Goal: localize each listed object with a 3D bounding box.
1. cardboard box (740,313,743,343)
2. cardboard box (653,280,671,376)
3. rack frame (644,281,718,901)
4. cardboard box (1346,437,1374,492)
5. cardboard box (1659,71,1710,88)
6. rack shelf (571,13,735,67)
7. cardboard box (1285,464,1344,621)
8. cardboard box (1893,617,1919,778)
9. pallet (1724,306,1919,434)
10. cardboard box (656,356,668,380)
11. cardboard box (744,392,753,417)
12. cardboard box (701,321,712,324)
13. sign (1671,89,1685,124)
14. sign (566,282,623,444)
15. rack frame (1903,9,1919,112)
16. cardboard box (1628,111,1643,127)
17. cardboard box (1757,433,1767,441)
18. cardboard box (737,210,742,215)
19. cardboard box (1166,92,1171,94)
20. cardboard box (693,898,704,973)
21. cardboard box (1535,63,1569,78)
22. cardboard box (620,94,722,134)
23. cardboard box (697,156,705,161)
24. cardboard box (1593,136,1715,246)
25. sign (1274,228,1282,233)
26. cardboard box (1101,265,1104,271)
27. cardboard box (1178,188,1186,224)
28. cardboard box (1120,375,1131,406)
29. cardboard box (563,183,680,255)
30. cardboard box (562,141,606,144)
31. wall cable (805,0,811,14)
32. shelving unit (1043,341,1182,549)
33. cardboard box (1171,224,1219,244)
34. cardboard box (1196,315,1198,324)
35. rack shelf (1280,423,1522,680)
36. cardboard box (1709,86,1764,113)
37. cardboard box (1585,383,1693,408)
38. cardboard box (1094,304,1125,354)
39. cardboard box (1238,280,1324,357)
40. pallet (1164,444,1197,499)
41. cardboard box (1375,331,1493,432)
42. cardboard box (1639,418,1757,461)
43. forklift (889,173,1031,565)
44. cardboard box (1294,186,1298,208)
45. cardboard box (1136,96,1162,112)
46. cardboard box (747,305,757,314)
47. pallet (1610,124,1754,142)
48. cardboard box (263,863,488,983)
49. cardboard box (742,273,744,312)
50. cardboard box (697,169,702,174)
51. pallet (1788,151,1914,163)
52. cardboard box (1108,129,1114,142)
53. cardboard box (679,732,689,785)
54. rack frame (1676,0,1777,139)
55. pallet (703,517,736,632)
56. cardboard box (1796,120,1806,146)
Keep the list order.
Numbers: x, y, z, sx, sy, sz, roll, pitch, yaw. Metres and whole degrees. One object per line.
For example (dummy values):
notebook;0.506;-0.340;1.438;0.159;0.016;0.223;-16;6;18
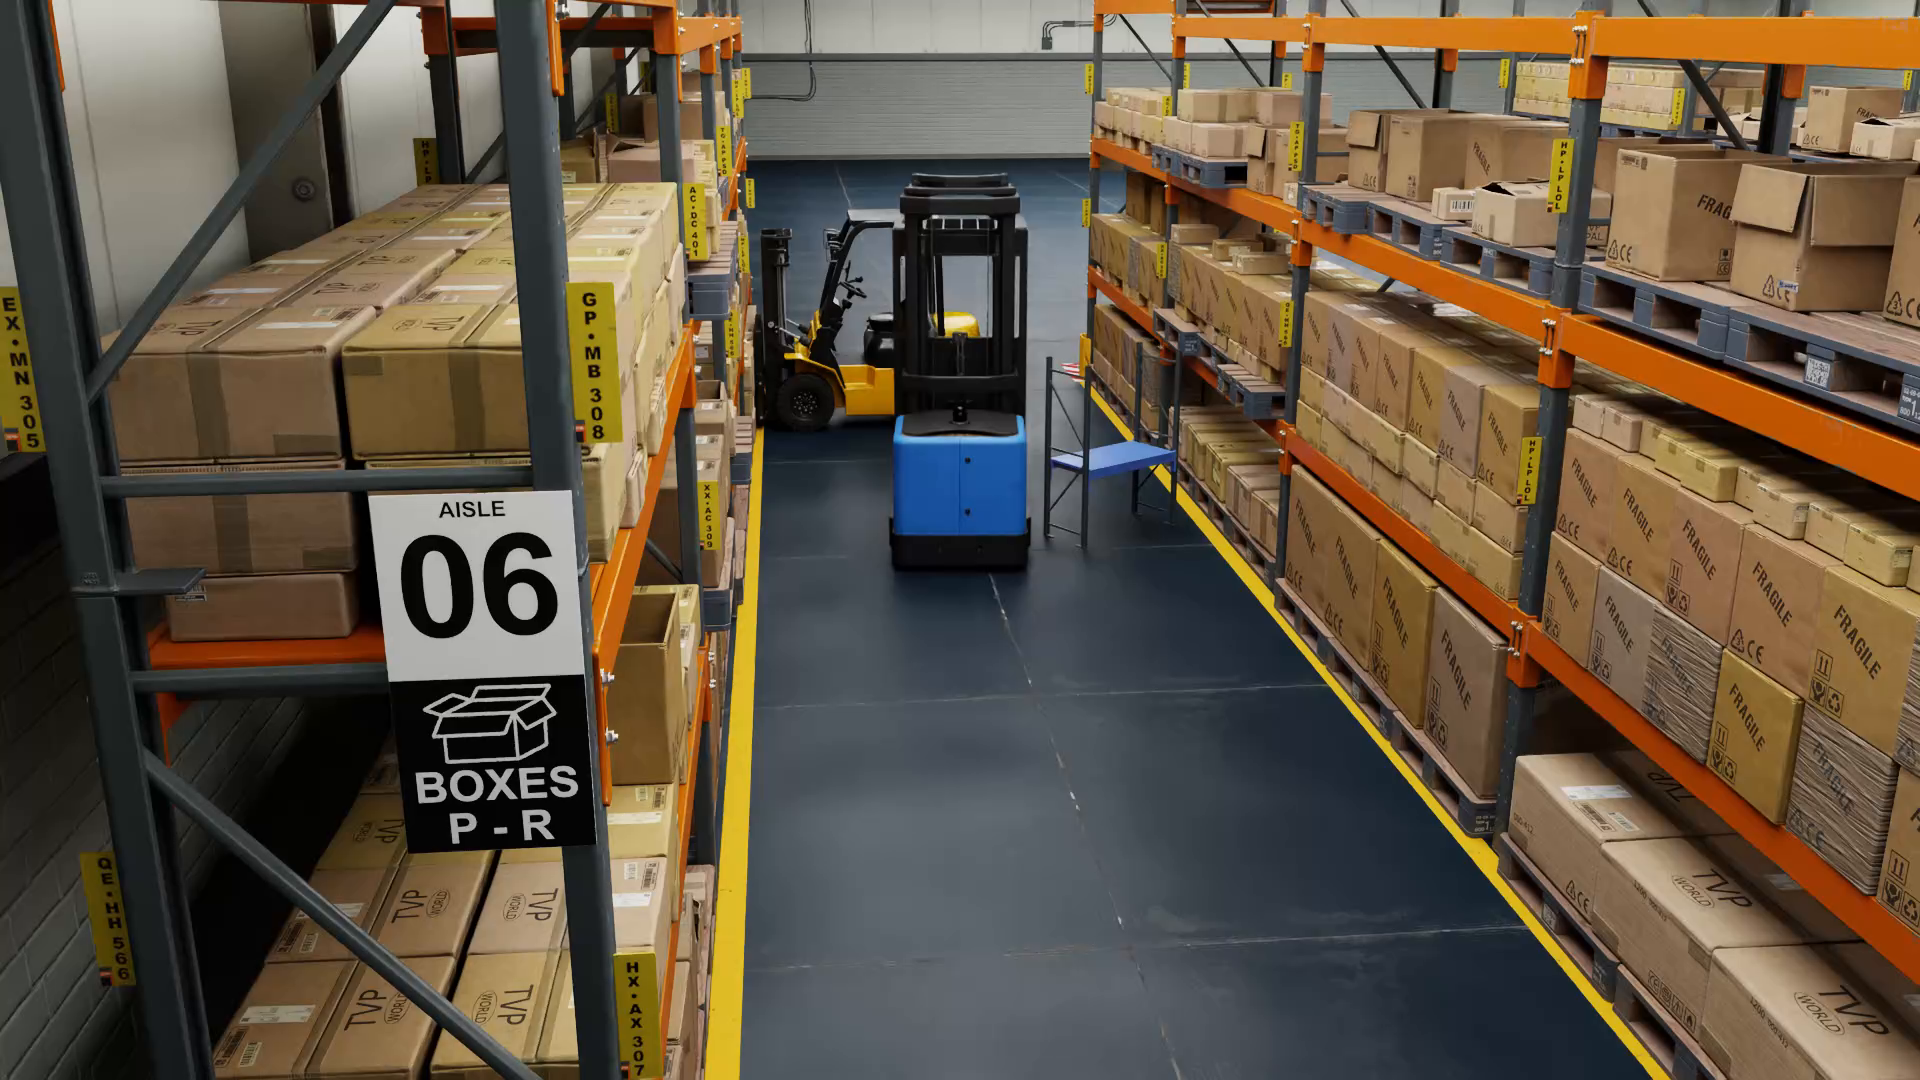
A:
cardboard box;-2.199;-1.849;14.810;0.500;0.250;0.500;-1;17;-4
cardboard box;-1.281;-0.737;5.764;0.500;0.250;0.500;-1;17;-4
rack frame;-1.686;0.321;7.648;1.000;3.000;0.127;-2;18;-6
cardboard box;2.758;-0.492;10.485;0.500;0.250;0.500;-1;17;-4
cardboard box;6.984;-4.439;16.022;0.380;0.149;0.250;-2;18;-6
rack shelf;-2.305;-3.795;12.611;1.077;0.370;4.000;-2;18;-6
cardboard box;2.827;-0.004;11.528;0.875;0.875;0.875;-2;18;-6
cardboard box;3.294;0.542;5.107;0.500;0.500;0.500;-2;18;-5
pallet;3.448;-0.616;5.772;1.003;0.211;1.213;-2;18;-6
cardboard box;-1.293;-0.666;6.202;0.380;0.149;0.250;-2;18;-6
cardboard box;-2.254;-1.344;16.004;0.500;0.250;0.500;-2;18;-6
cardboard box;-1.959;-1.565;12.405;0.380;0.149;0.250;-2;17;-5
sign;6.787;-4.098;15.721;0.100;0.325;0.005;-2;18;-6
sign;-0.734;-0.353;3.326;0.100;0.325;0.005;-2;18;-6
rack frame;11.870;-6.578;19.605;1.000;3.000;0.127;-2;18;-6
cardboard box;6.929;-4.210;16.624;0.380;0.149;0.250;-2;17;-5
cardboard box;3.535;-0.430;7.119;0.380;0.149;0.250;-2;18;-6
cardboard box;-2.567;-3.504;18.084;0.380;0.149;0.250;-1;17;-4
cardboard box;2.369;-4.627;17.487;0.380;0.149;0.250;-2;18;-7
cardboard box;-1.299;1.688;7.156;0.396;0.266;0.258;-1;17;-4
cardboard box;6.696;-5.272;18.674;0.380;0.149;0.250;-2;18;-6
cardboard box;-2.082;-2.969;12.082;0.700;0.500;0.500;-2;18;-7
cardboard box;-1.635;-2.083;9.385;0.380;0.149;0.250;-2;18;-5
cardboard box;3.449;-1.785;8.478;0.500;0.500;0.500;-2;18;-7
sign;2.978;-2.788;15.617;0.100;0.325;0.005;-2;18;-6
cardboard box;1.842;-3.182;19.223;0.380;0.149;0.250;-2;18;-5
cardboard box;2.540;-3.325;16.928;0.700;0.500;0.500;-2;18;-7
cardboard box;1.985;-1.584;17.603;0.500;0.250;0.500;-2;17;-5
cardboard box;-1.394;-1.277;6.647;0.500;0.250;0.500;-2;18;-5
cardboard box;-2.335;-2.445;10.536;0.380;0.149;0.250;-2;18;-8
wall cable;-3.140;-16.750;48.759;3.097;2.526;0.112;-2;18;-6
shelving unit;1.258;-0.799;13.718;1.048;1.500;0.538;-14;22;-37
cardboard box;2.123;-2.766;15.031;0.380;0.149;0.250;-2;18;-6
cardboard box;2.291;-1.967;14.652;0.380;0.149;0.250;-1;17;-2
rack shelf;3.045;-0.087;10.146;1.077;0.370;4.000;-2;18;-6
cardboard box;7.567;-4.304;16.257;0.500;0.250;0.500;-2;18;-5
cardboard box;3.492;-0.499;8.421;0.500;0.500;0.500;-2;17;-5
cardboard box;1.824;-2.399;18.950;0.500;0.500;0.500;-2;18;-7
cardboard box;2.451;-1.696;12.707;0.500;0.500;0.500;-2;18;-7
pallet;2.508;-0.655;15.411;1.003;0.211;1.213;-2;18;-6
cardboard box;2.793;-0.943;9.838;0.500;0.500;0.500;-1;17;-5
cardboard box;3.136;-0.415;7.073;0.380;0.149;0.250;-2;18;-6
forklift;0.001;-1.588;13.843;1.130;2.935;3.031;0;17;0
cardboard box;2.597;-2.424;11.803;0.380;0.149;0.250;-2;18;-6
cardboard box;1.975;-4.381;16.705;0.380;0.149;0.250;-2;17;-5
cardboard box;-2.566;-2.493;18.829;0.500;0.250;0.500;-1;17;-4
pallet;7.265;-4.033;16.657;1.003;0.211;1.213;-2;18;-6
cardboard box;-1.637;1.159;4.730;0.500;0.250;0.500;-2;18;-5
cardboard box;-2.367;-2.406;16.165;0.500;0.500;0.500;-1;17;-5
cardboard box;-1.500;-1.788;8.410;0.380;0.149;0.250;-2;17;-5
pallet;7.514;-3.073;13.765;1.003;0.211;1.213;-1;17;-3
cardboard box;1.834;-4.456;18.275;0.380;0.149;0.250;-1;17;-4
cardboard box;-1.248;0.835;6.428;0.380;0.149;0.250;-2;18;-6
rack frame;7.339;-5.263;15.417;1.000;3.000;0.127;-2;18;-6
pallet;-1.660;0.171;8.446;1.003;0.211;1.213;-2;18;-6
cardboard box;7.321;-3.451;14.012;0.396;0.266;0.258;-2;18;-6
